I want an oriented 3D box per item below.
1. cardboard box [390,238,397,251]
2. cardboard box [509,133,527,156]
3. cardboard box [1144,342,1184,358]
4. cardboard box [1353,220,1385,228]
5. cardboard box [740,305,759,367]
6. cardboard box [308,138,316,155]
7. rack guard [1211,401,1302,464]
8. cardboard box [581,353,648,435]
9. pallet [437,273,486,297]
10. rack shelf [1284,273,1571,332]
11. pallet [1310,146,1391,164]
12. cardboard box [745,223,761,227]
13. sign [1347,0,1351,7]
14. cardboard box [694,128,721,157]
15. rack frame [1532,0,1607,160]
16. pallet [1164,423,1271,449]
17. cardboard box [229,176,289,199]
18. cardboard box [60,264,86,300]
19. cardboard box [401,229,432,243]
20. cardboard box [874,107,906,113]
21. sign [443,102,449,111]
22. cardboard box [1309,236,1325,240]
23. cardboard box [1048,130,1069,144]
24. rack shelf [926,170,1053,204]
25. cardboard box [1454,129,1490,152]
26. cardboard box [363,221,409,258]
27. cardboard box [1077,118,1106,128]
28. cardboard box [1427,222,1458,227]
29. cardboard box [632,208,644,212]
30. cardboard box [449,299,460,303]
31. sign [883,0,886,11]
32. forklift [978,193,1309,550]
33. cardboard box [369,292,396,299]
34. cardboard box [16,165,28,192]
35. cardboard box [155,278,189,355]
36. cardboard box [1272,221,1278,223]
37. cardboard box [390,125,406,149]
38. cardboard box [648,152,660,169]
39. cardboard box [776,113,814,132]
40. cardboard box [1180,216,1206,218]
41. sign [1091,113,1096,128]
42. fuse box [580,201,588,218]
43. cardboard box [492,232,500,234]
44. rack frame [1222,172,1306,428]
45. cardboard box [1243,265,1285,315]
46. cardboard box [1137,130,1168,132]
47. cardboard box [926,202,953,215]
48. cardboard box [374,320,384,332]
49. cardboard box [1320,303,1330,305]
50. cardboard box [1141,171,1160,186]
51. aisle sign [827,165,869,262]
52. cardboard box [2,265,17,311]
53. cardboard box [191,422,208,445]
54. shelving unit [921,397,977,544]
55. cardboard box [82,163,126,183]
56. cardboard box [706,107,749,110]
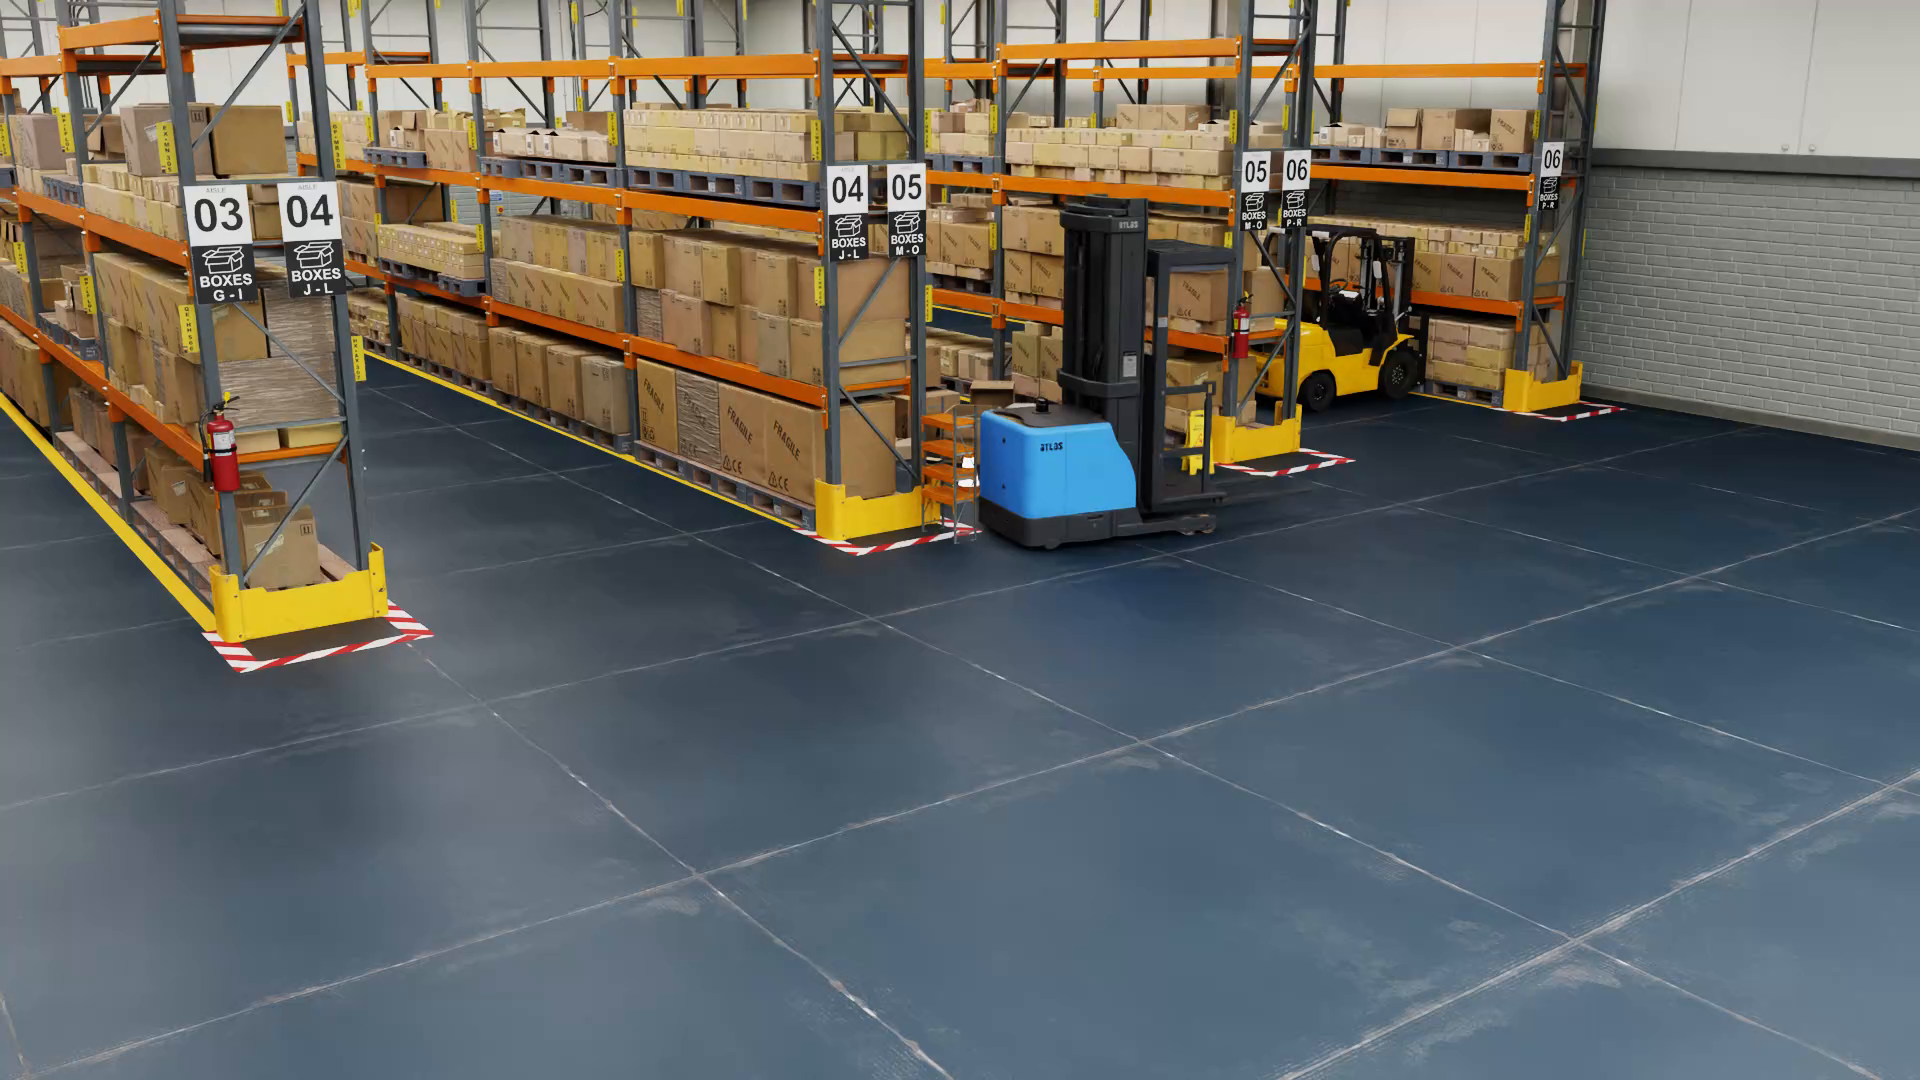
[{"bbox_3d":[-7.633,-4.085,22.936,0.380,0.149,0.250,-10,18,-33],"label":"cardboard box"},{"bbox_3d":[-4.904,-4.601,19.322,0.500,0.250,0.500,-10,18,-33],"label":"cardboard box"},{"bbox_3d":[2.250,-2.103,18.340,0.380,0.149,0.250,-10,18,-33],"label":"cardboard box"},{"bbox_3d":[5.437,-4.152,22.082,0.380,0.149,0.250,-11,19,-35],"label":"cardboard box"},{"bbox_3d":[-1.566,-1.961,15.775,0.875,0.550,0.550,-11,19,-35],"label":"cardboard box"},{"bbox_3d":[-9.787,-6.106,25.804,0.500,0.250,0.500,-10,18,-33],"label":"cardboard box"},{"bbox_3d":[3.157,-1.164,17.881,1.175,0.500,0.348,-11,19,-35],"label":"rack guard"},{"bbox_3d":[-3.532,-1.653,18.401,1.050,0.750,0.750,-11,19,-35],"label":"cardboard box"},{"bbox_3d":[-5.952,-3.315,21.368,1.213,0.211,1.003,-11,19,-35],"label":"pallet"},{"bbox_3d":[6.039,-3.205,21.965,1.077,0.370,4.000,-11,19,-35],"label":"rack shelf"},{"bbox_3d":[5.385,-5.205,22.395,1.003,0.211,1.213,-11,19,-35],"label":"pallet"},{"bbox_3d":[-2.904,-4.986,25.029,0.500,0.500,0.500,-11,19,-35],"label":"cardboard box"},{"bbox_3d":[5.326,-7.480,22.790,0.100,0.325,0.005,-11,19,-35],"label":"sign"},{"bbox_3d":[-2.140,-3.715,15.521,0.500,0.250,0.500,-11,19,-34],"label":"cardboard box"},{"bbox_3d":[7.215,-6.018,19.518,1.000,3.000,0.127,-11,19,-35],"label":"rack frame"},{"bbox_3d":[2.708,-1.203,18.573,1.003,0.211,1.213,-11,19,-35],"label":"pallet"},{"bbox_3d":[-5.111,-2.582,12.173,0.380,0.149,0.250,-11,19,-36],"label":"cardboard box"},{"bbox_3d":[-9.168,-2.665,17.646,0.500,0.500,0.500,-14,21,-41],"label":"cardboard box"},{"bbox_3d":[-7.325,-4.117,22.488,0.380,0.149,0.250,-11,19,-35],"label":"cardboard box"},{"bbox_3d":[-1.237,-7.842,30.639,0.500,0.250,0.500,-10,18,-33],"label":"cardboard box"},{"bbox_3d":[-7.351,-6.099,23.769,0.100,0.325,0.005,-11,19,-35],"label":"sign"},{"bbox_3d":[4.991,-4.176,22.733,0.380,0.149,0.250,-10,18,-33],"label":"cardboard box"},{"bbox_3d":[1.229,-4.631,19.096,0.380,0.149,0.250,-11,19,-35],"label":"cardboard box"},{"bbox_3d":[-0.326,-4.734,21.872,1.077,0.370,4.000,-11,19,-35],"label":"rack shelf"},{"bbox_3d":[6.333,-4.941,20.535,0.396,0.266,0.258,-11,19,-34],"label":"cardboard box"},{"bbox_3d":[-8.311,-4.377,24.133,0.500,0.500,0.500,-11,19,-34],"label":"cardboard box"},{"bbox_3d":[2.070,-6.570,26.184,0.380,0.149,0.250,-10,18,-33],"label":"cardboard box"},{"bbox_3d":[6.304,-4.069,21.778,0.380,0.149,0.250,-11,19,-34],"label":"cardboard box"},{"bbox_3d":[-5.241,-5.829,28.109,0.500,0.500,0.500,-11,19,-34],"label":"cardboard box"},{"bbox_3d":[-6.864,-3.253,23.297,0.500,0.250,0.500,-10,18,-32],"label":"cardboard box"},{"bbox_3d":[-1.069,-7.530,23.123,0.100,0.325,0.005,-11,19,-35],"label":"sign"},{"bbox_3d":[1.725,-1.572,14.769,3.031,2.935,1.130,-7,17,-24],"label":"forklift"},{"bbox_3d":[-9.177,-3.857,26.465,0.380,0.149,0.250,-12,19,-37],"label":"cardboard box"},{"bbox_3d":[-9.447,-3.758,17.226,0.500,0.250,0.500,-10,18,-34],"label":"cardboard box"},{"bbox_3d":[-5.636,-1.674,12.363,0.500,0.500,0.500,-11,19,-35],"label":"cardboard box"},{"bbox_3d":[4.715,-4.513,23.966,0.380,0.149,0.250,-12,19,-36],"label":"cardboard box"},{"bbox_3d":[-7.451,-5.512,22.723,0.500,0.311,0.500,-11,19,-35],"label":"cardboard box"},{"bbox_3d":[-2.856,-3.755,16.422,0.380,0.149,0.250,-11,19,-35],"label":"cardboard box"},{"bbox_3d":[-1.361,-3.597,14.335,0.380,0.149,0.250,-11,19,-34],"label":"cardboard box"},{"bbox_3d":[3.459,-4.766,24.887,0.380,0.149,0.250,-11,19,-35],"label":"cardboard box"},{"bbox_3d":[2.071,-6.445,25.781,0.100,0.325,0.005,-11,19,-35],"label":"sign"},{"bbox_3d":[-7.755,-6.644,35.608,0.539,1.711,0.414,-11,19,-35],"label":"fuse box"},{"bbox_3d":[-6.178,-3.993,22.036,0.380,0.149,0.250,-10,18,-32],"label":"cardboard box"},{"bbox_3d":[3.202,-2.353,17.492,1.000,3.000,0.127,-11,19,-35],"label":"rack frame"},{"bbox_3d":[3.148,-2.689,17.966,0.500,0.500,0.500,-11,19,-35],"label":"cardboard box"},{"bbox_3d":[2.202,-4.567,18.865,0.380,0.149,0.250,-11,19,-34],"label":"cardboard box"},{"bbox_3d":[-0.312,-4.463,22.423,0.380,0.149,0.250,-12,19,-37],"label":"cardboard box"},{"bbox_3d":[-8.410,-3.170,24.519,0.380,0.149,0.250,-12,19,-37],"label":"cardboard box"},{"bbox_3d":[5.186,-3.074,22.646,0.500,0.250,0.500,-11,19,-34],"label":"cardboard box"},{"bbox_3d":[2.184,-3.932,18.054,0.380,0.149,0.250,-11,19,-35],"label":"cardboard box"},{"bbox_3d":[-0.944,-2.755,14.037,0.394,0.787,0.004,-11,19,-35],"label":"aisle sign"},{"bbox_3d":[-10.903,-2.965,19.537,0.500,0.500,0.500,-10,18,-33],"label":"cardboard box"},{"bbox_3d":[-5.484,-0.821,12.371,0.380,0.149,0.250,-11,19,-35],"label":"cardboard box"},{"bbox_3d":[-0.097,-0.614,14.547,0.258,1.200,0.503,-11,19,-35],"label":"shelving unit"},{"bbox_3d":[-7.224,-3.119,14.135,0.380,0.149,0.250,-12,19,-36],"label":"cardboard box"},{"bbox_3d":[-3.570,-6.380,25.537,0.500,0.500,0.500,-11,19,-36],"label":"cardboard box"}]
